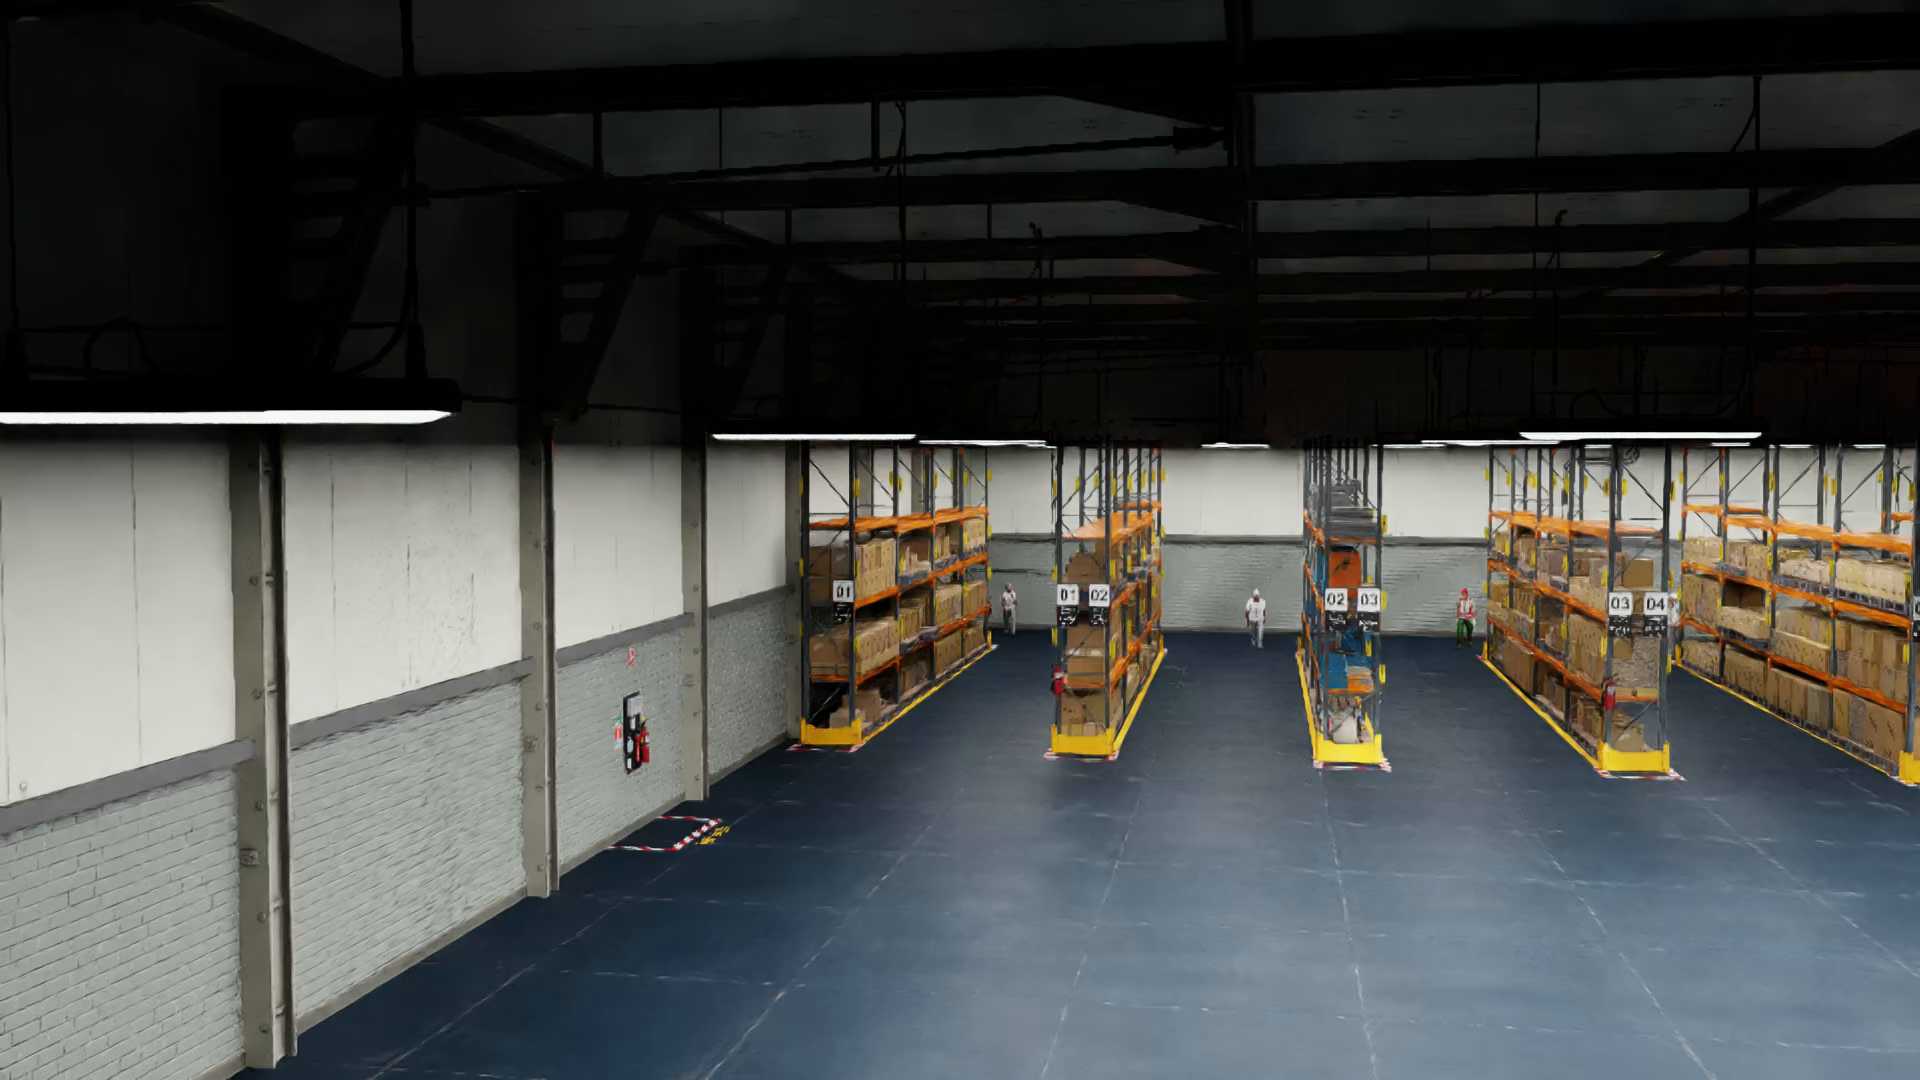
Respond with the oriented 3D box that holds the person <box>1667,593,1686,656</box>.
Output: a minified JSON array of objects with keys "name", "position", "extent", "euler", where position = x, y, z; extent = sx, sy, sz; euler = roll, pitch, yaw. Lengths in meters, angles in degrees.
[{"name":"person","position":[19.947,2.318,46.279],"extent":[0.700,1.715,0.555],"euler":[-1,3,-17]}]

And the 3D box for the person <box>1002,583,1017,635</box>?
[{"name":"person","position":[1.524,2.116,51.631],"extent":[0.470,1.593,1.060],"euler":[0,3,1]}]

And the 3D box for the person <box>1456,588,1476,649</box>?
[{"name":"person","position":[14.592,2.261,47.955],"extent":[0.577,1.750,0.955],"euler":[1,3,25]}]

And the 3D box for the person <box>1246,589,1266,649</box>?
[{"name":"person","position":[8.564,2.266,48.131],"extent":[0.577,1.691,1.121],"euler":[1,3,13]}]
